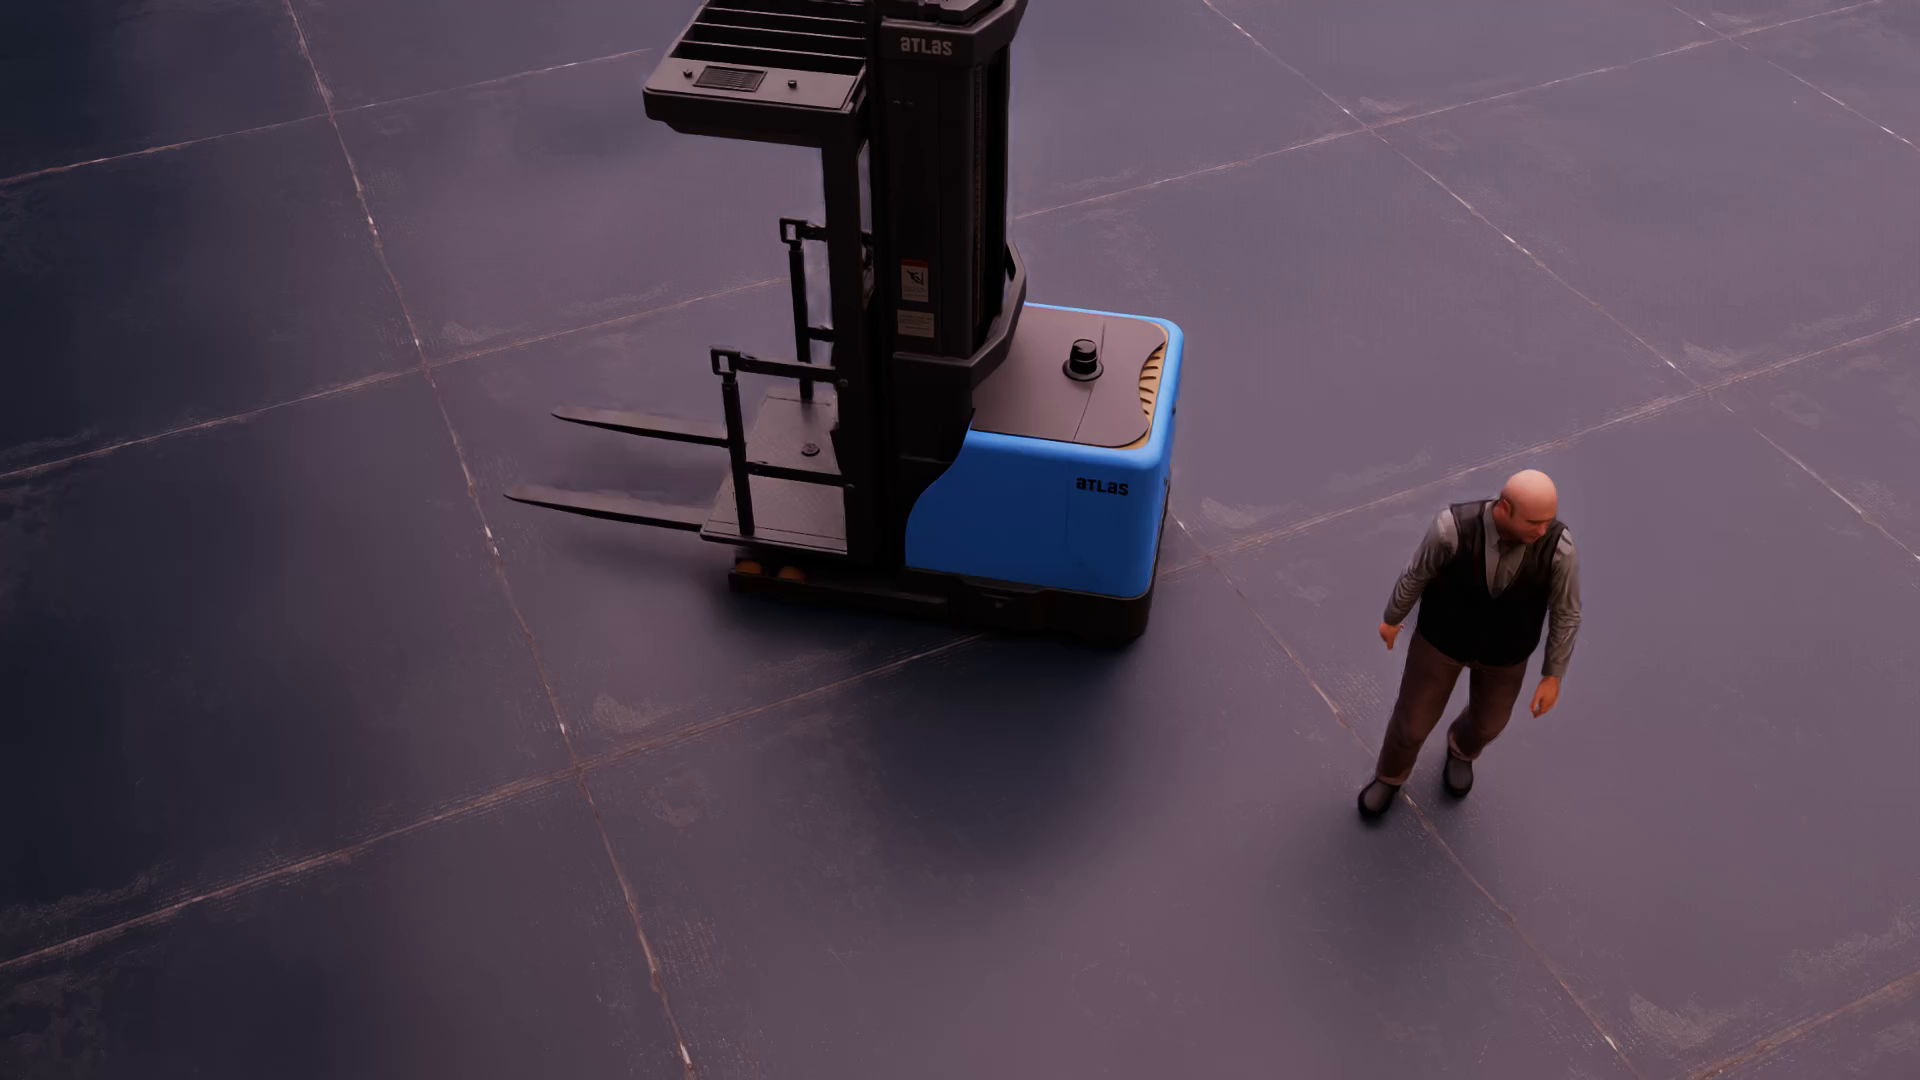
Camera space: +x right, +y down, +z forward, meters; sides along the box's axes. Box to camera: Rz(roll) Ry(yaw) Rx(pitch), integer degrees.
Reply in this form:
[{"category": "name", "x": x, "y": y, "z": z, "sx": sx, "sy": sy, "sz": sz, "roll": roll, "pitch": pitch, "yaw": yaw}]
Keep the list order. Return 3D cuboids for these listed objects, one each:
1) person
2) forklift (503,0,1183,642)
[{"category": "person", "x": 1.903, "y": 0.380, "z": 6.194, "sx": 0.658, "sy": 1.692, "sz": 0.532, "roll": 8, "pitch": 44, "yaw": 8}, {"category": "forklift", "x": -0.579, "y": -1.134, "z": 6.895, "sx": 3.031, "sy": 2.935, "sz": 1.130, "roll": 8, "pitch": 44, "yaw": 8}]
